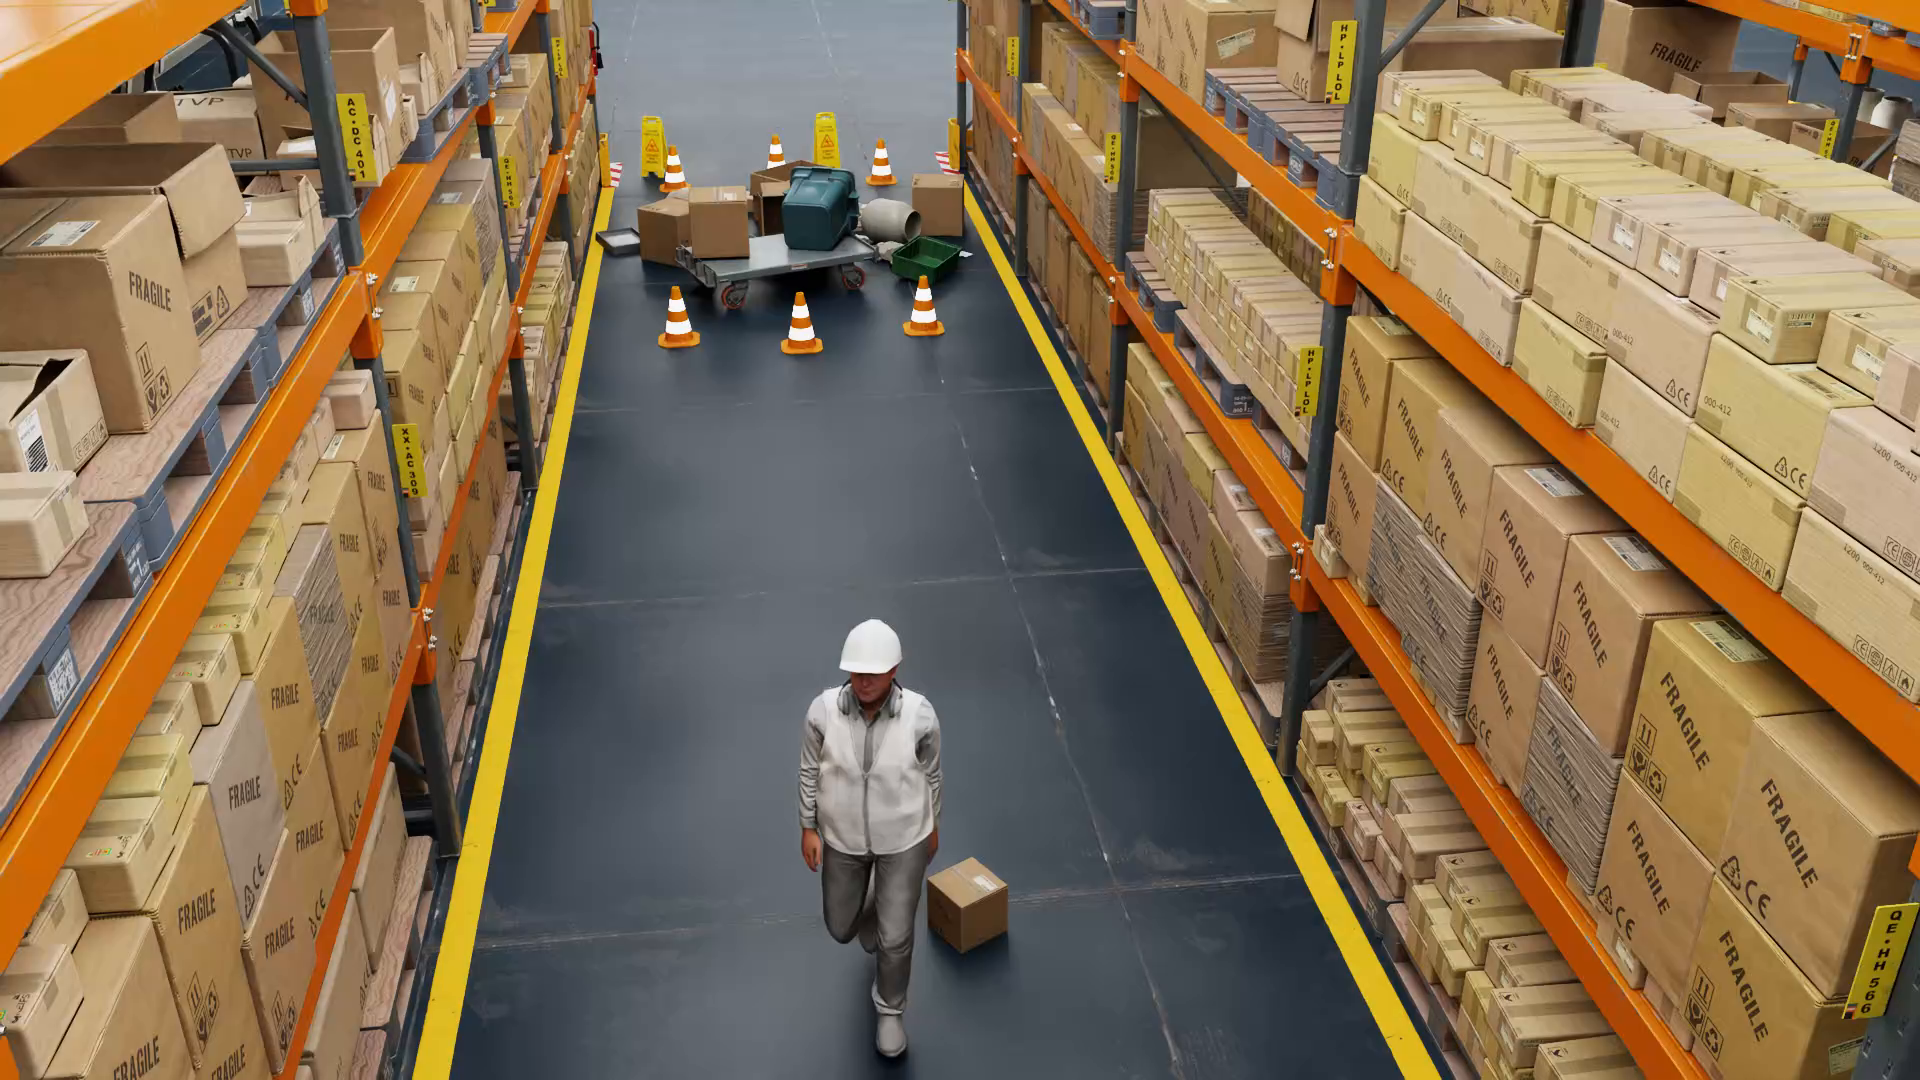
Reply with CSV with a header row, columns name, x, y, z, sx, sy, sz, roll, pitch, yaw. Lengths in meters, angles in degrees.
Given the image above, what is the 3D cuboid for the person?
name,x,y,z,sx,sy,sz,roll,pitch,yaw
person,-0.341,1.090,6.419,0.549,1.750,0.744,2,27,4
